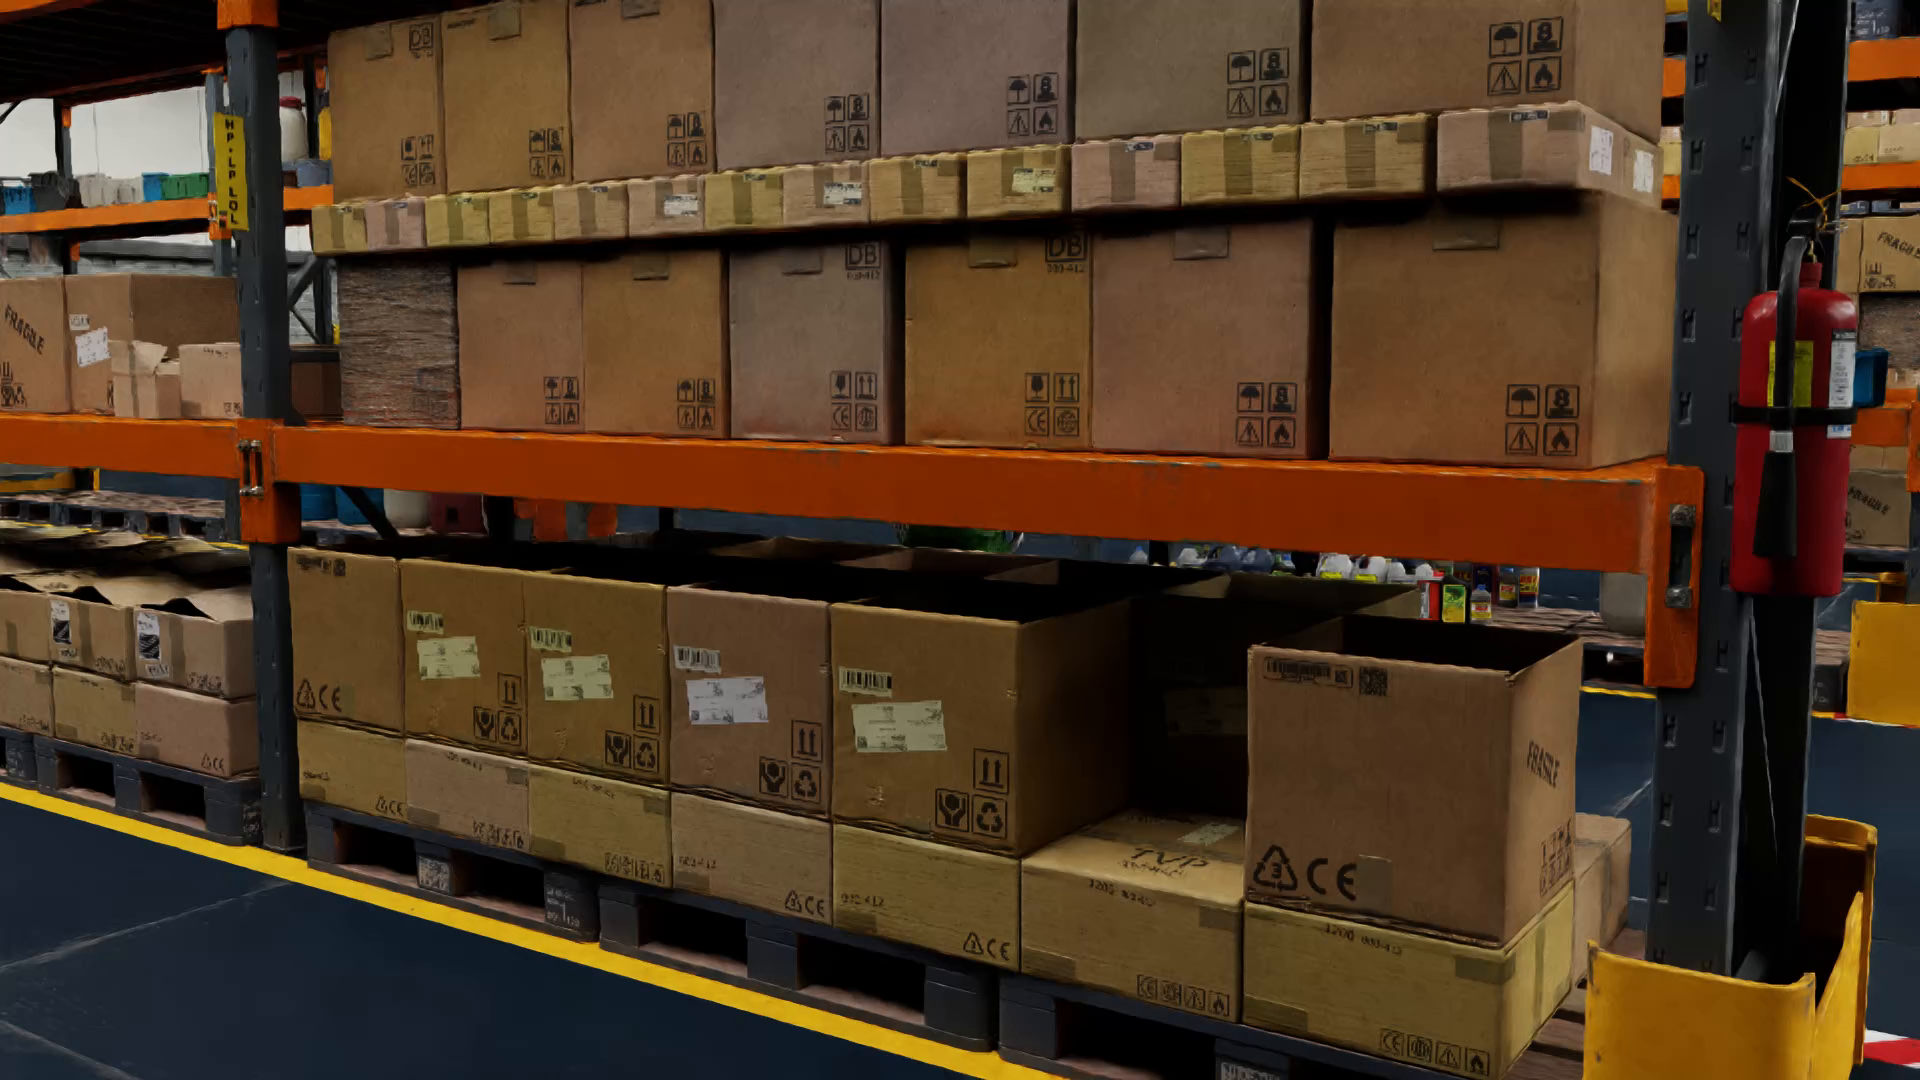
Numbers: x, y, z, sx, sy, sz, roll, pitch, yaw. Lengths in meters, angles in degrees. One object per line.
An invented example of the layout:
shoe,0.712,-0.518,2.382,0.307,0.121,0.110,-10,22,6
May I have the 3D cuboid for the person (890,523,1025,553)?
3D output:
person,-0.017,-0.090,6.368,0.590,1.821,0.383,2,7,21
